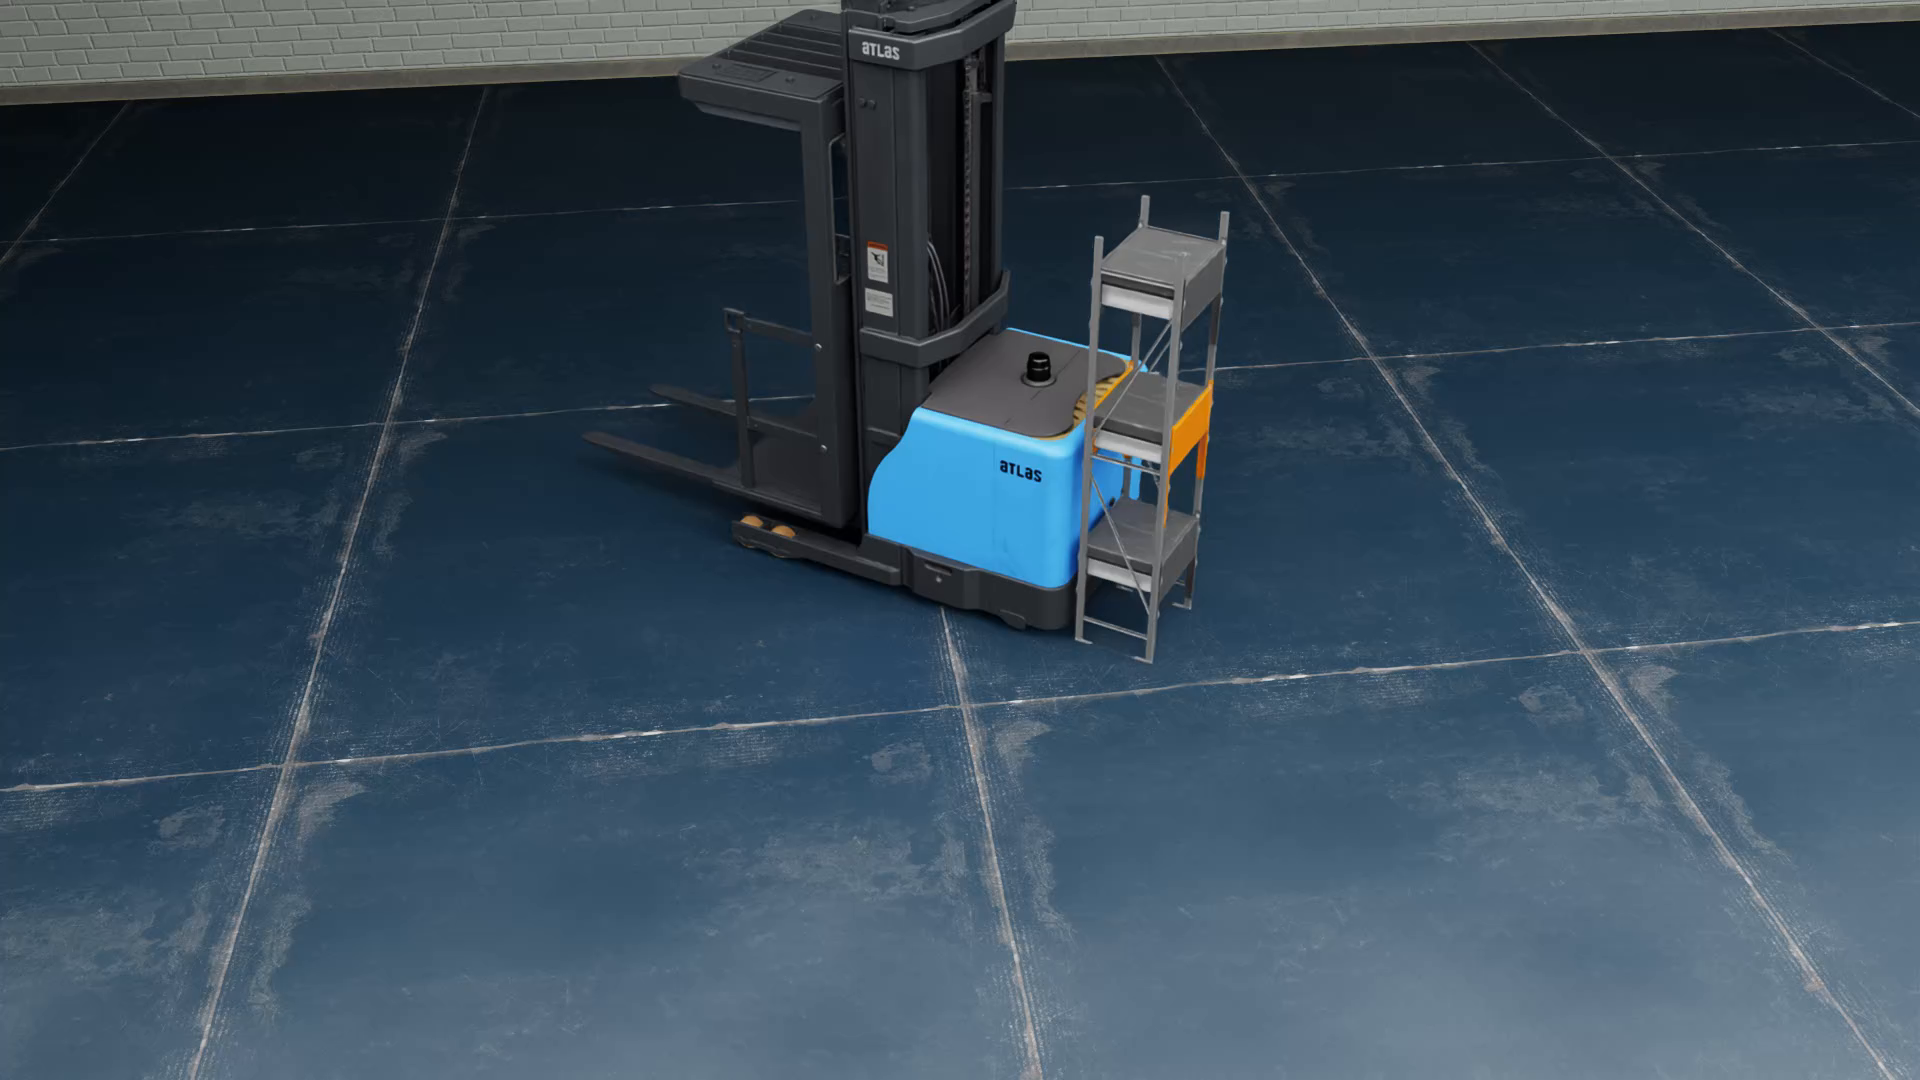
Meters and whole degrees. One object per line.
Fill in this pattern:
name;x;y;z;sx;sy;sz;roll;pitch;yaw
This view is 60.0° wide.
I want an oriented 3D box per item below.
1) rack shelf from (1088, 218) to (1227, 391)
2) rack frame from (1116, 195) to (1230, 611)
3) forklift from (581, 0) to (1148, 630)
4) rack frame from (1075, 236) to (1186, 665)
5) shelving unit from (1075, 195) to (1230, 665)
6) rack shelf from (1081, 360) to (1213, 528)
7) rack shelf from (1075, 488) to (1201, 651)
rack shelf;0.850;-1.020;7.164;0.431;0.518;0.480;17;38;23
rack frame;0.966;-0.574;7.728;0.400;2.100;0.015;17;38;23
forklift;-0.610;-1.362;8.145;3.031;2.935;1.130;17;38;23
rack frame;0.734;-0.332;7.373;0.400;2.100;0.015;17;38;23
shelving unit;0.850;-0.453;7.550;0.431;2.100;0.503;17;38;23
rack shelf;0.850;-0.442;7.558;0.431;0.518;0.480;17;38;23
rack shelf;0.850;0.137;7.952;0.431;0.518;0.480;17;38;23
